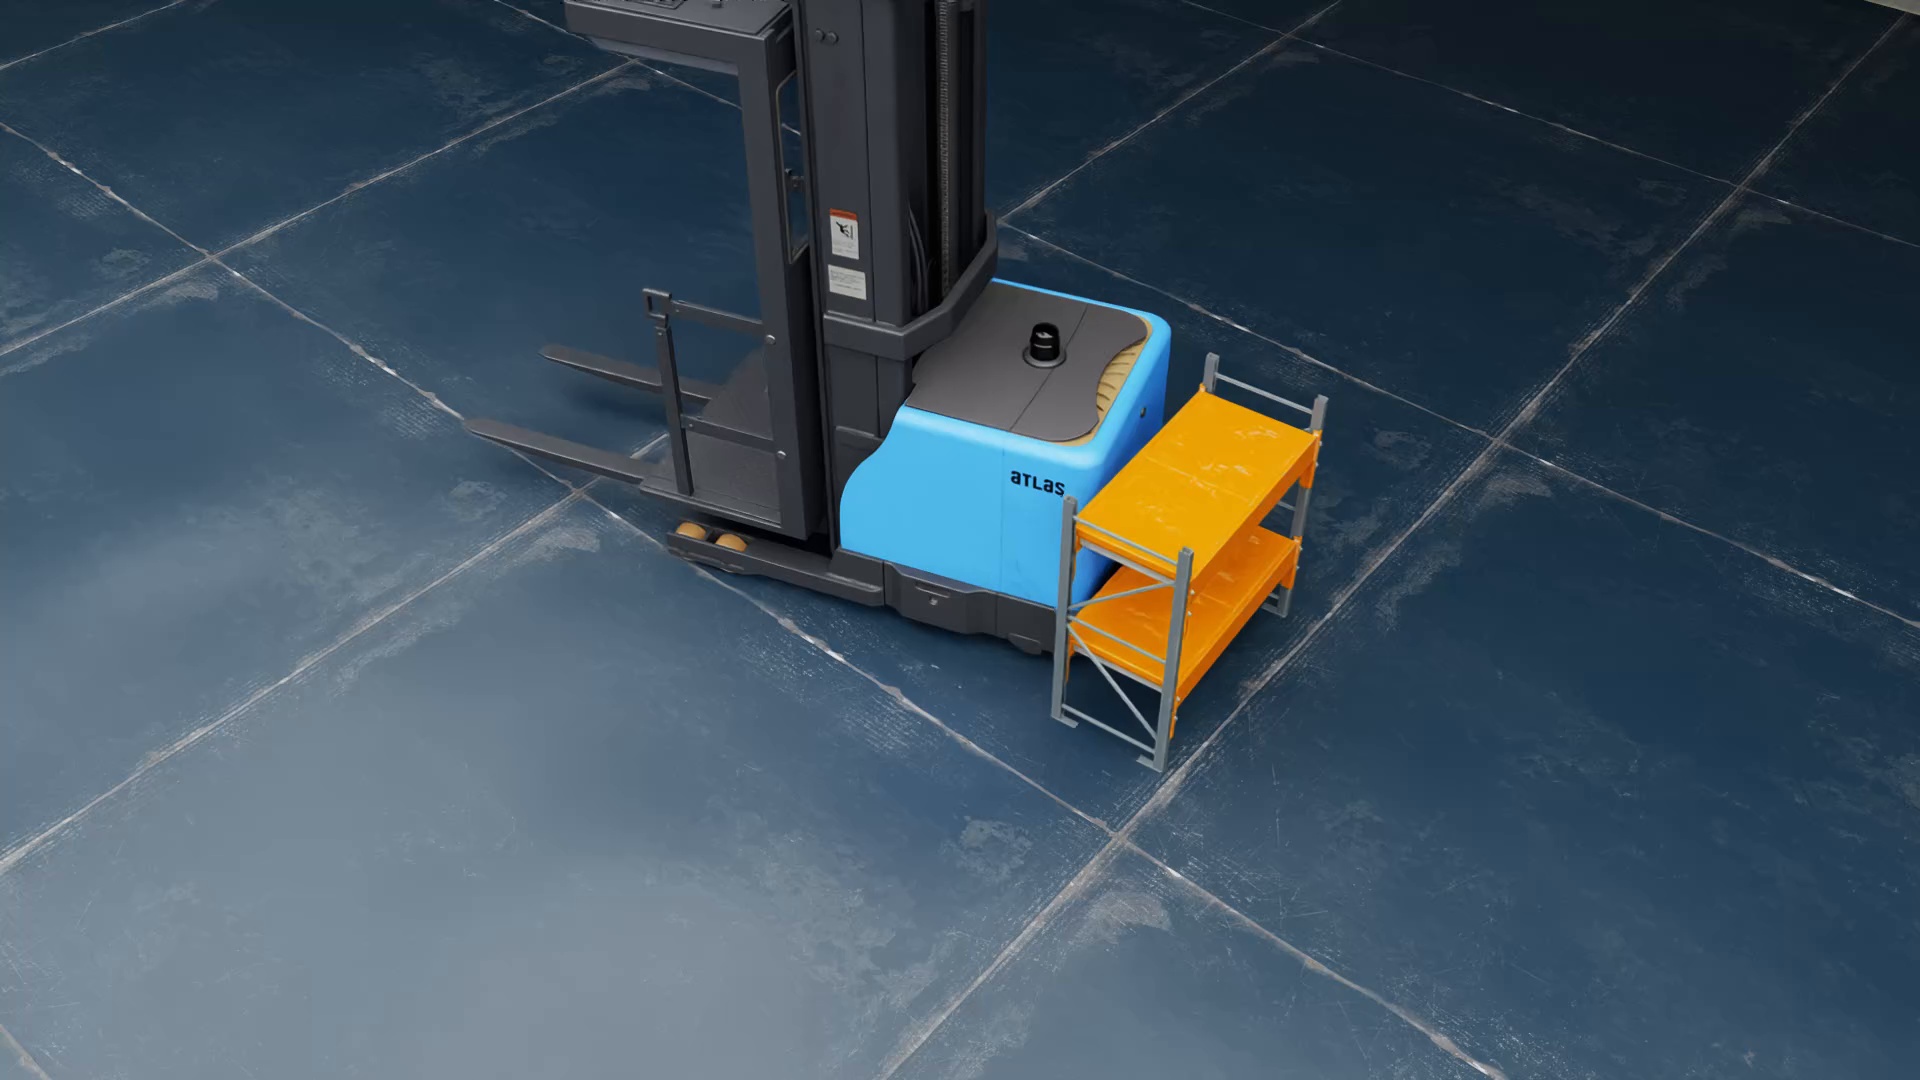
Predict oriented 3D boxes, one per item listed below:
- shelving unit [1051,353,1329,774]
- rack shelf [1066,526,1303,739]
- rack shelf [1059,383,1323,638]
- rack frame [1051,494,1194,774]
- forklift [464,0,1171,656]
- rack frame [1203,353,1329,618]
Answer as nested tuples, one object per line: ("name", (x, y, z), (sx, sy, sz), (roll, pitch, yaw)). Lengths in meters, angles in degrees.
("shelving unit", (0.860, 0.083, 6.322), (0.538, 1.125, 1.048), (25, 48, 25))
("rack shelf", (0.860, 0.263, 6.487), (0.538, 0.278, 1.000), (25, 48, 25))
("rack shelf", (0.860, -0.134, 6.125), (0.538, 0.278, 1.000), (25, 48, 25))
("rack frame", (0.568, 0.362, 6.015), (0.500, 1.125, 0.032), (25, 48, 25))
("forklift", (-0.710, -1.257, 6.453), (3.031, 2.935, 1.130), (15, 44, 16))
("rack frame", (1.152, -0.197, 6.630), (0.500, 1.125, 0.032), (25, 48, 25))
